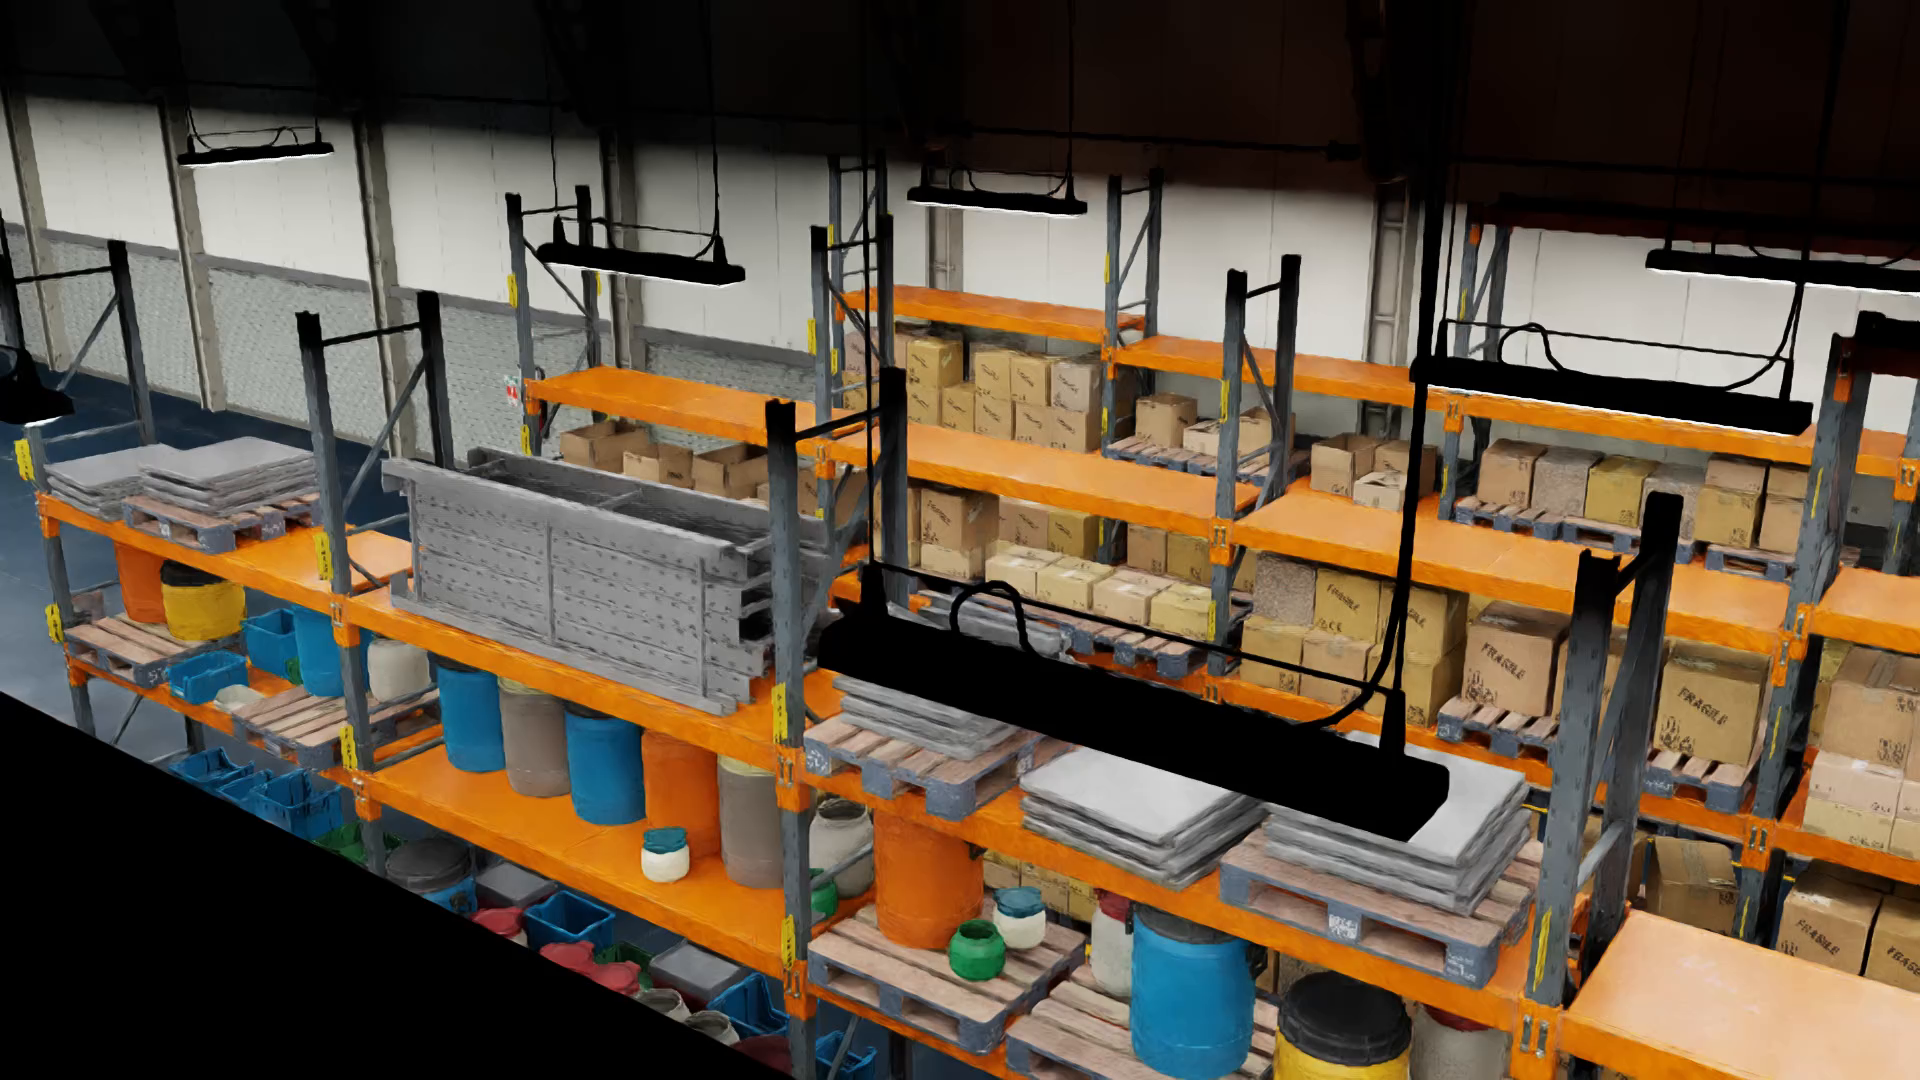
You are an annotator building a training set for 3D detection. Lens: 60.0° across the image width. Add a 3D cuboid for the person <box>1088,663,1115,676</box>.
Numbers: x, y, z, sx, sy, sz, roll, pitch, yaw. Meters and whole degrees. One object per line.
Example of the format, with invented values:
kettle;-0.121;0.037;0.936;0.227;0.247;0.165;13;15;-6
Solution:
person;1.469;1.873;17.075;1.035;1.512;0.416;14;23;36
